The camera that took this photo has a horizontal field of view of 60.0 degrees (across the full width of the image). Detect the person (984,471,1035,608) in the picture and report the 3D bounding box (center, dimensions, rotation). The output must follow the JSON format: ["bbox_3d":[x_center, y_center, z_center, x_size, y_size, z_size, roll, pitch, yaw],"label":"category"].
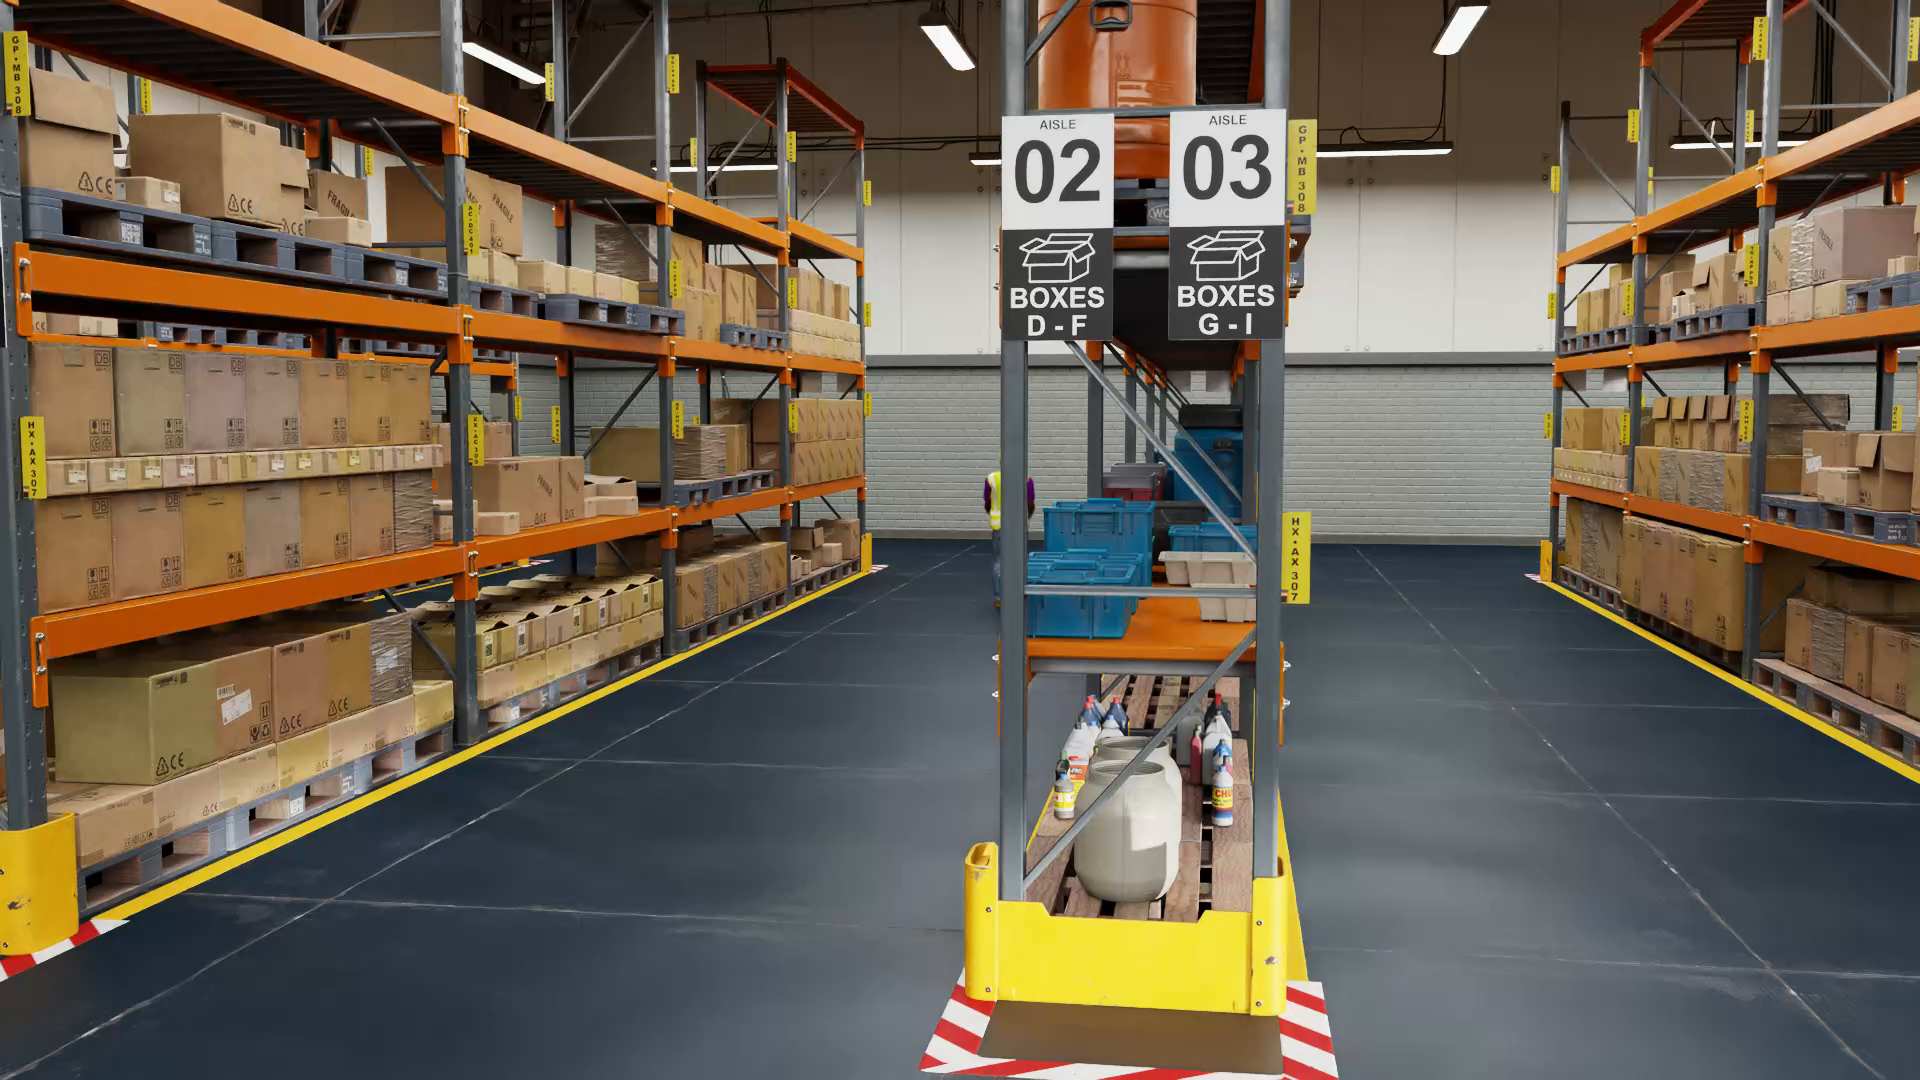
[{"bbox_3d":[12.271,-3.870,19.603,23.367,9.002,6.709,1,4,8],"label":"person"}]
